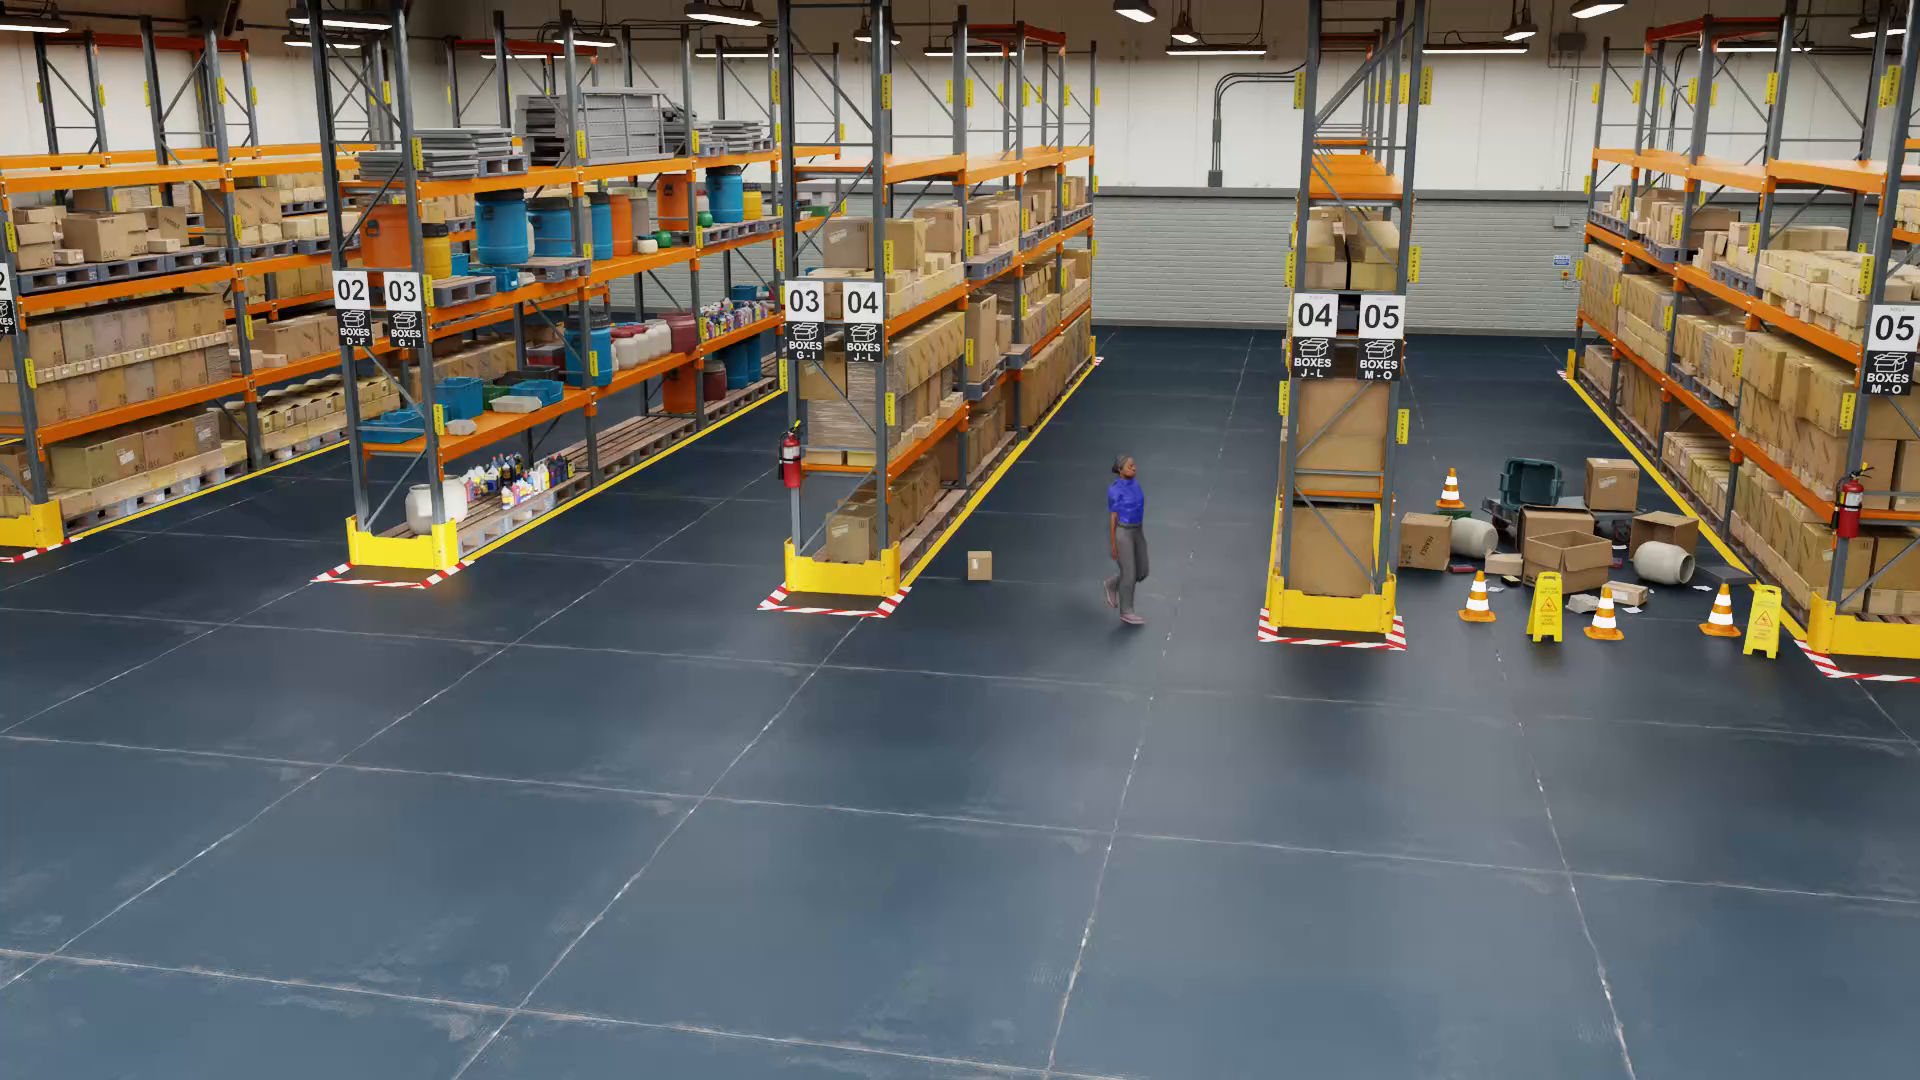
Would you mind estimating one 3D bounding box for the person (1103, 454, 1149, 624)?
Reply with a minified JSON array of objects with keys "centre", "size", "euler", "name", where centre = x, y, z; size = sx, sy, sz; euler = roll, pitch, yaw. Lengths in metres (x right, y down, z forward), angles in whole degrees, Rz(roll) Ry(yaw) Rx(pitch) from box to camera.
[{"centre":[1.589,-0.035,16.089],"size":[0.619,1.631,0.460],"euler":[13,20,41],"name":"person"}]
